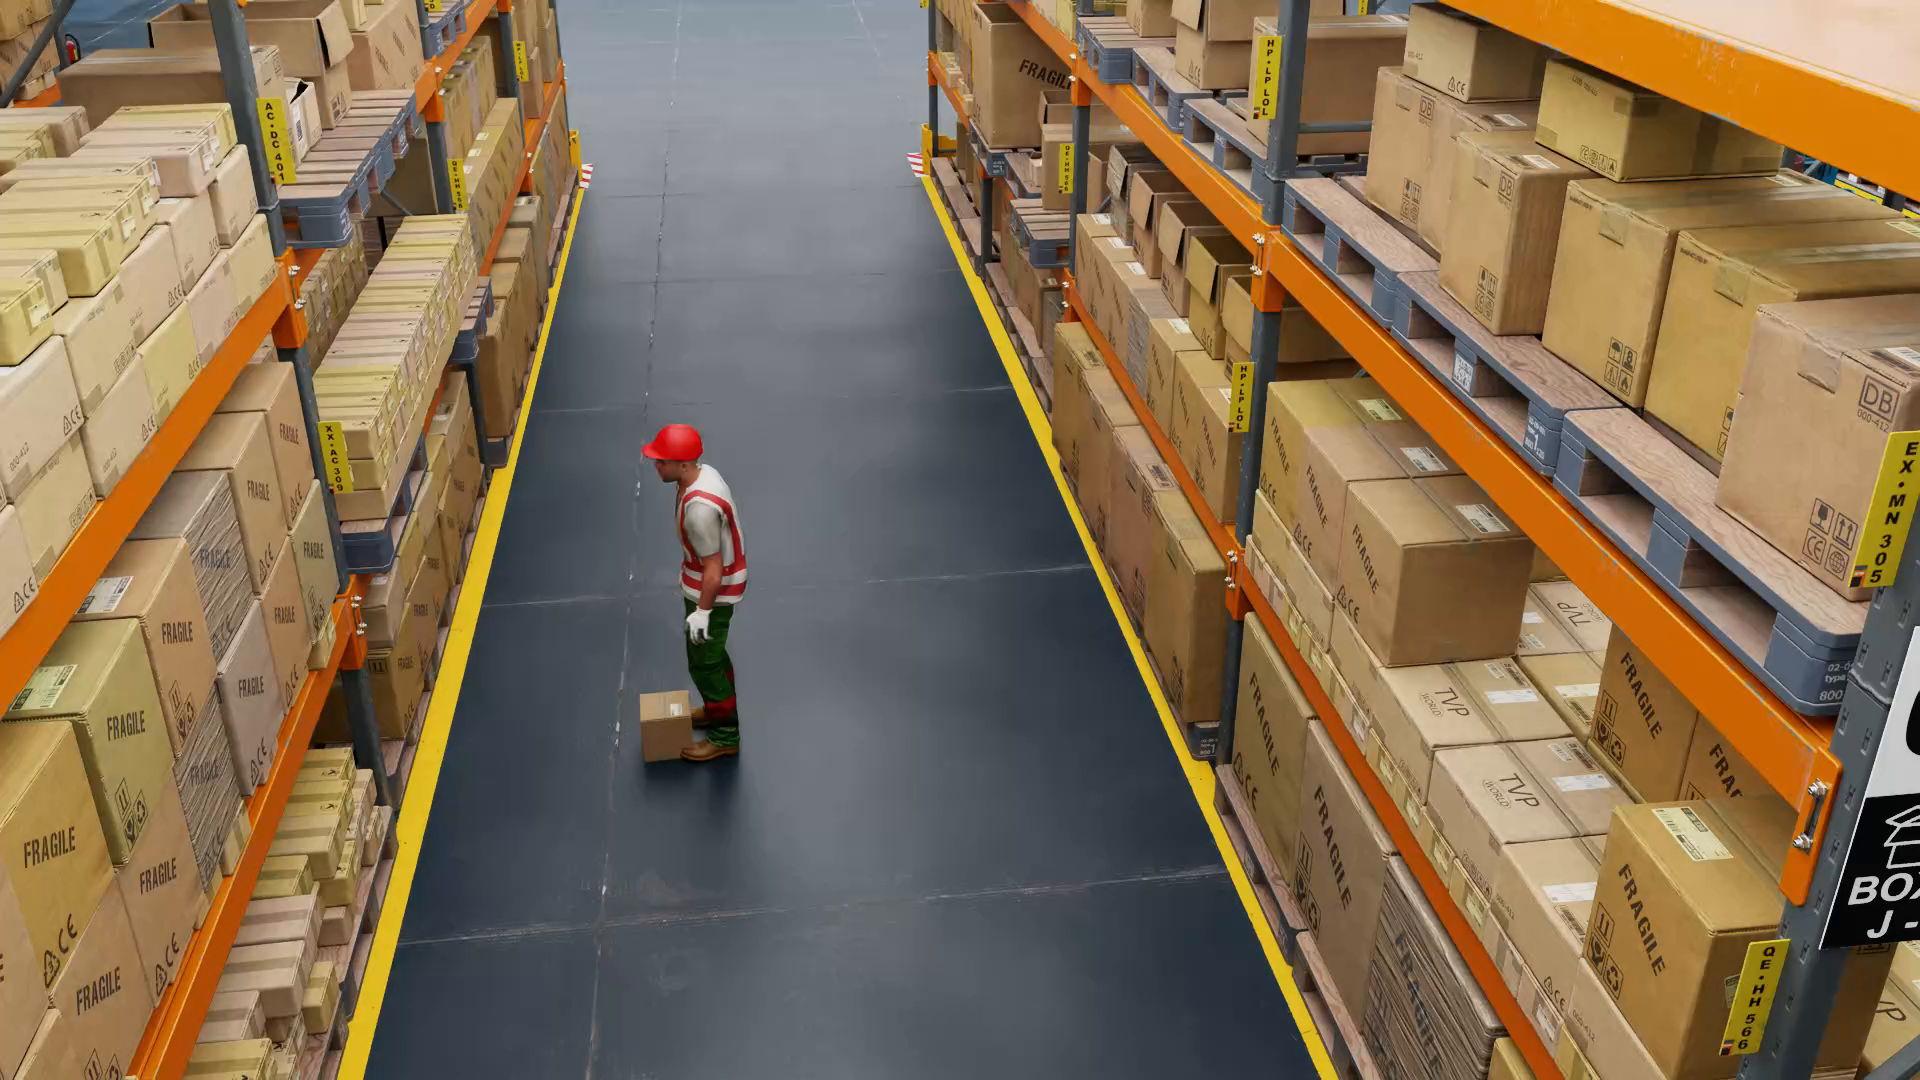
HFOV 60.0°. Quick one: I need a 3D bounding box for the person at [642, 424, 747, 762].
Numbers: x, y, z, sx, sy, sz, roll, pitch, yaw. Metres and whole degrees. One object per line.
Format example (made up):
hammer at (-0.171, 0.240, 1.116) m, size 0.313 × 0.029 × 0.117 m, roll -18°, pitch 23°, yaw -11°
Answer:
person at (-1.261, 0.248, 8.110) m, size 0.445 × 1.781 × 0.621 m, roll -5°, pitch 27°, yaw -10°
